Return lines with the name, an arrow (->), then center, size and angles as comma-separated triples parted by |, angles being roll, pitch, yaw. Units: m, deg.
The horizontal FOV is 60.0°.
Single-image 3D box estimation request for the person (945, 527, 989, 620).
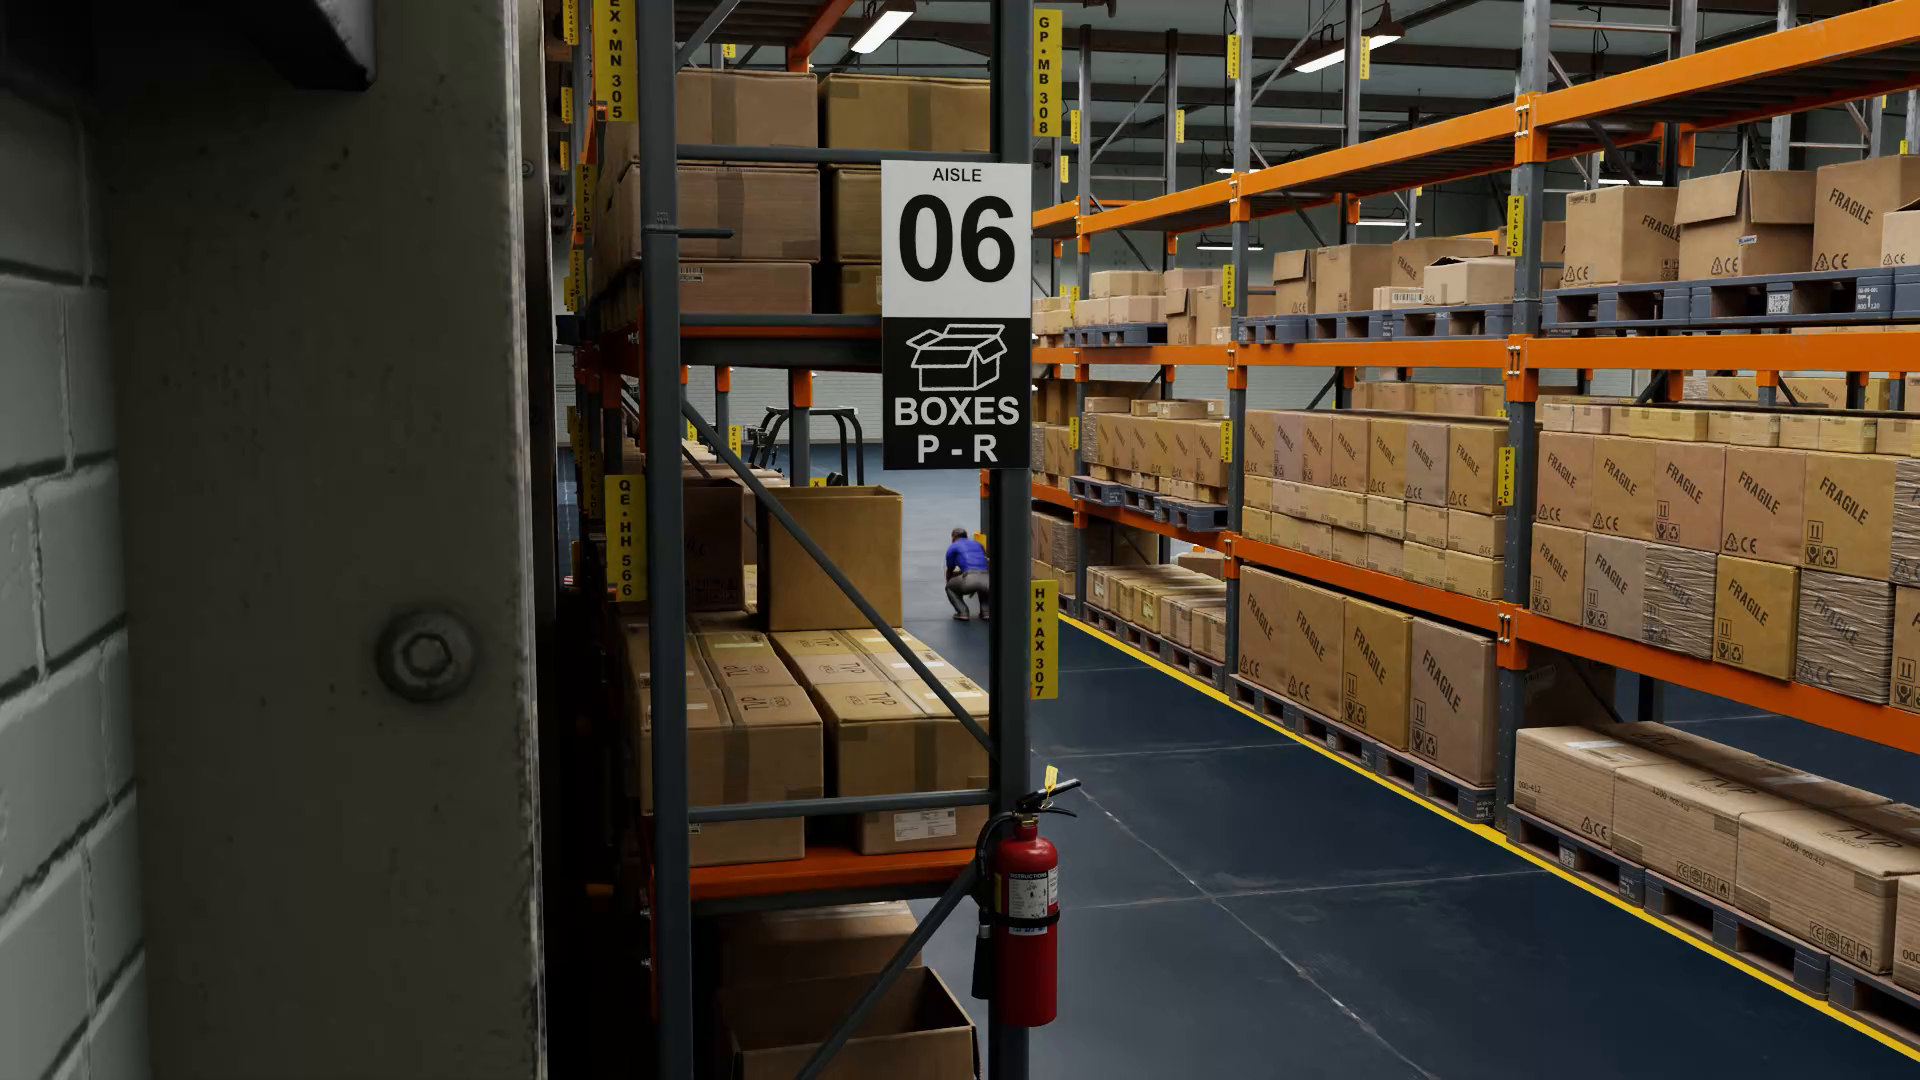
person -> 0.090, 0.349, 17.422 | 0.470, 0.935, 0.843 | -2, 6, -15
